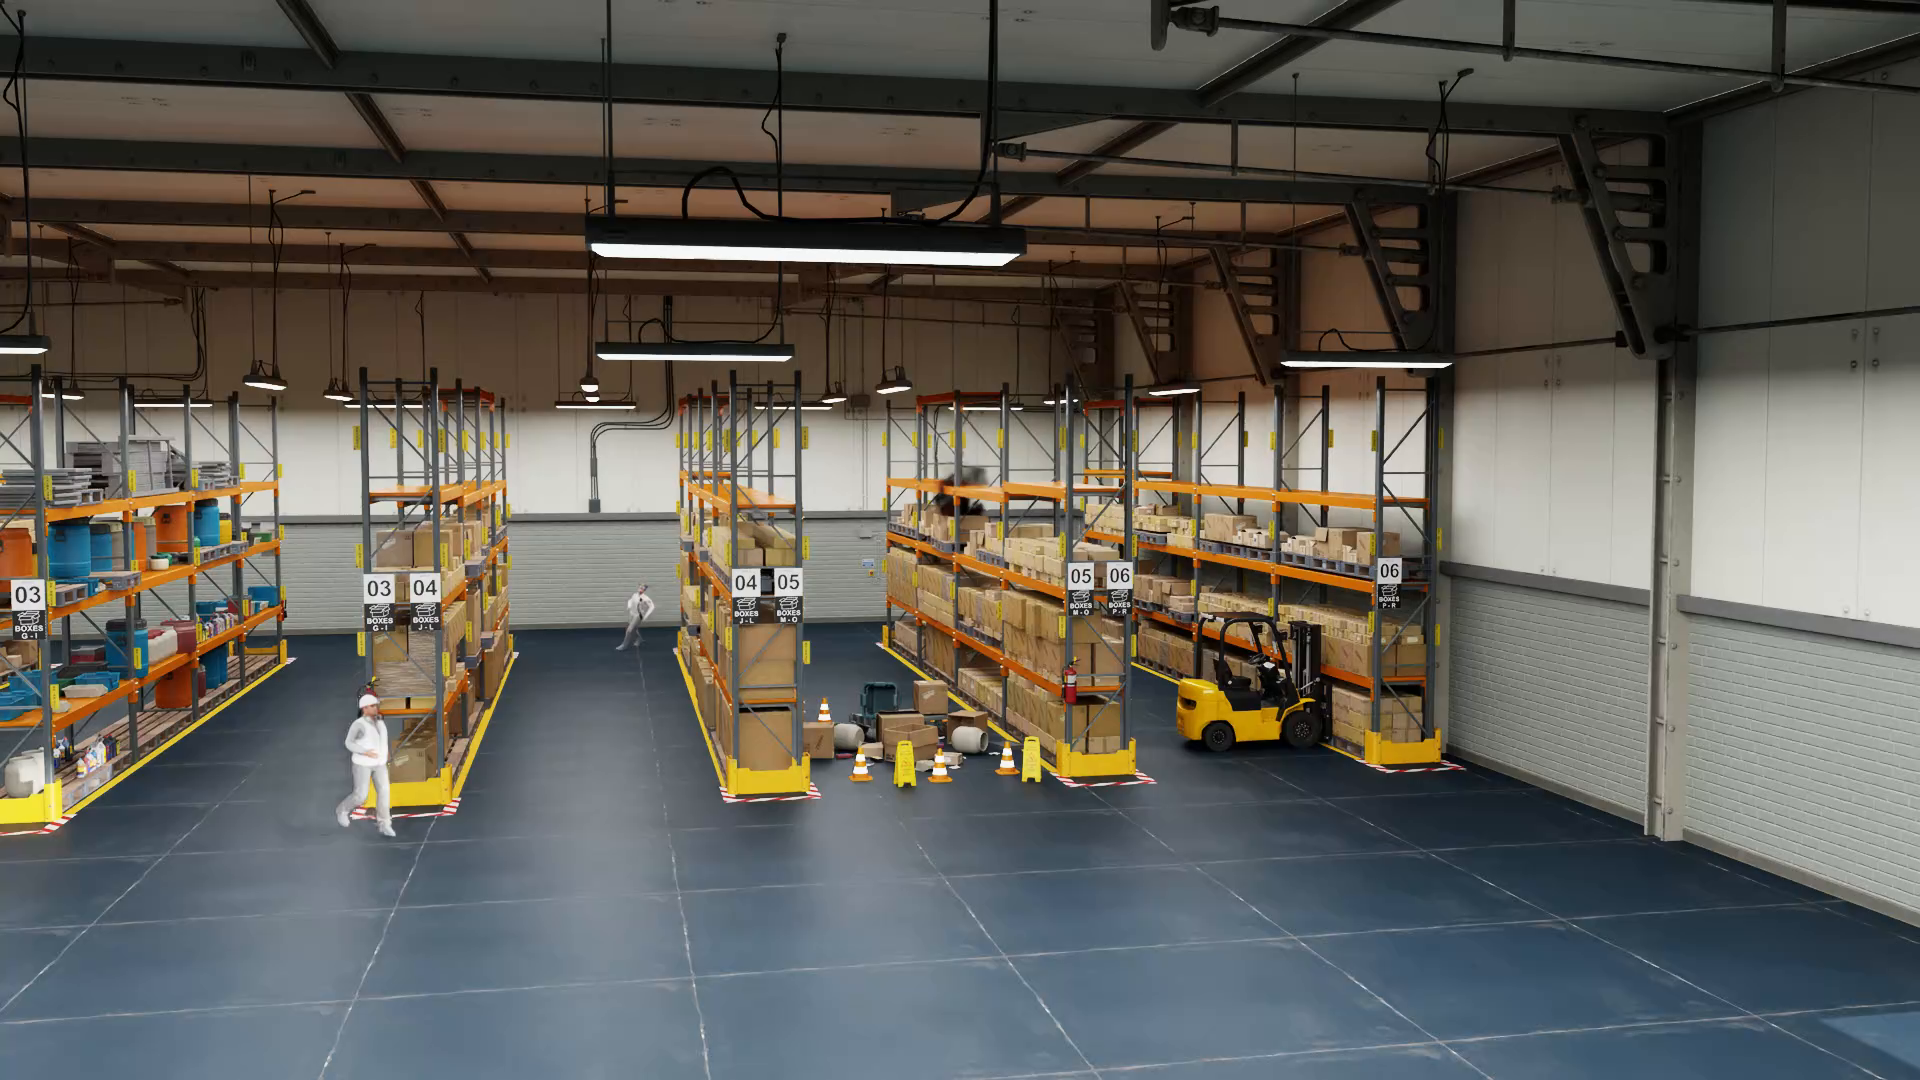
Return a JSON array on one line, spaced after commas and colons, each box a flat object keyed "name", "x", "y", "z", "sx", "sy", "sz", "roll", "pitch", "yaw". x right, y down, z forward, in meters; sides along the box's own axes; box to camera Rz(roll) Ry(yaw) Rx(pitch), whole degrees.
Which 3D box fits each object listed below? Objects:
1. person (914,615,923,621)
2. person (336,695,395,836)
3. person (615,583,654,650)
[{"name": "person", "x": -0.950, "y": 1.636, "z": 41.772, "sx": 0.795, "sy": 1.753, "sz": 0.725, "roll": 1, "pitch": 4, "yaw": 14}, {"name": "person", "x": -7.512, "y": 2.853, "z": 21.188, "sx": 0.981, "sy": 1.768, "sz": 0.697, "roll": 2, "pitch": 4, "yaw": 30}, {"name": "person", "x": -7.857, "y": 1.819, "z": 39.844, "sx": 0.863, "sy": 1.605, "sz": 0.782, "roll": -2, "pitch": 4, "yaw": -31}]
